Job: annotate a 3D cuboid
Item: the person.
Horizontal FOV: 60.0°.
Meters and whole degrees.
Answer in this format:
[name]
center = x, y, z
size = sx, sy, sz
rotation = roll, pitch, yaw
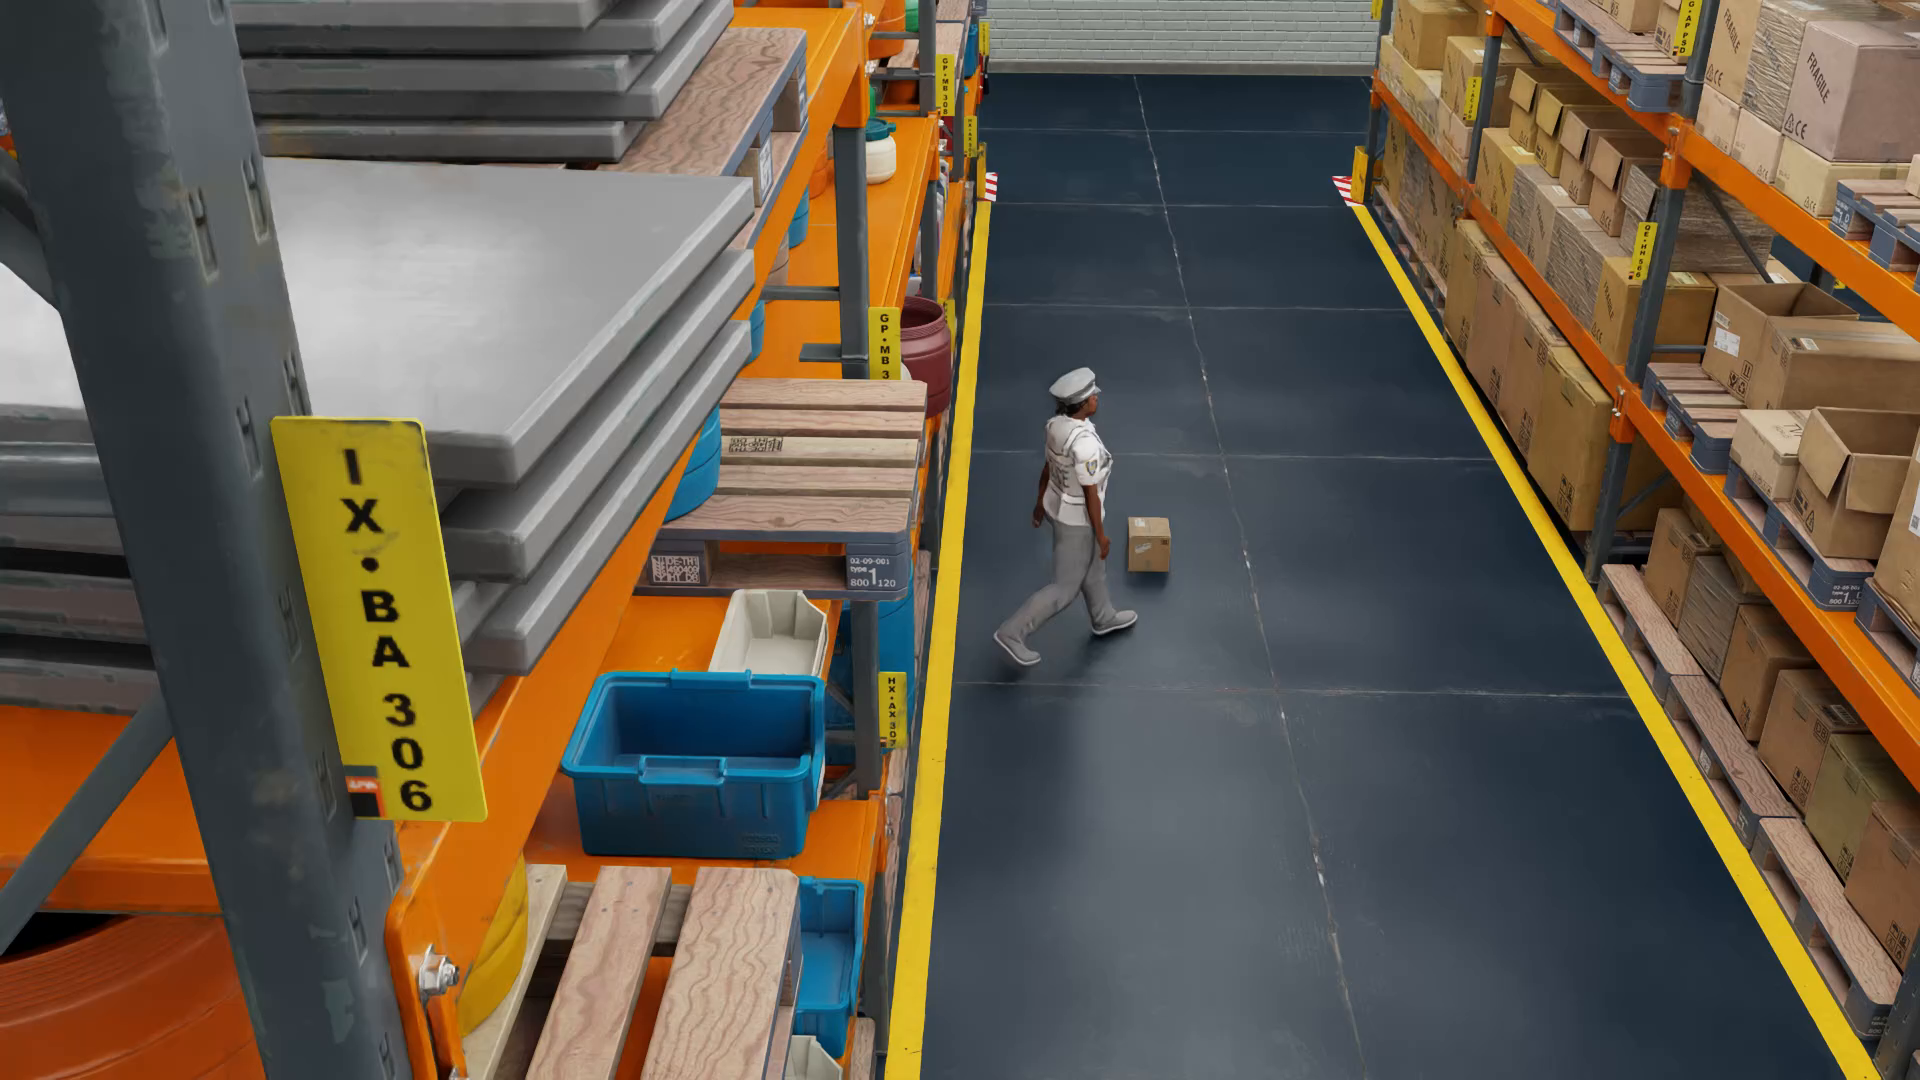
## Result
[person]
center = 0.602, -0.149, 9.092
size = 0.941, 1.648, 0.542
rotation = -9, 29, -16
